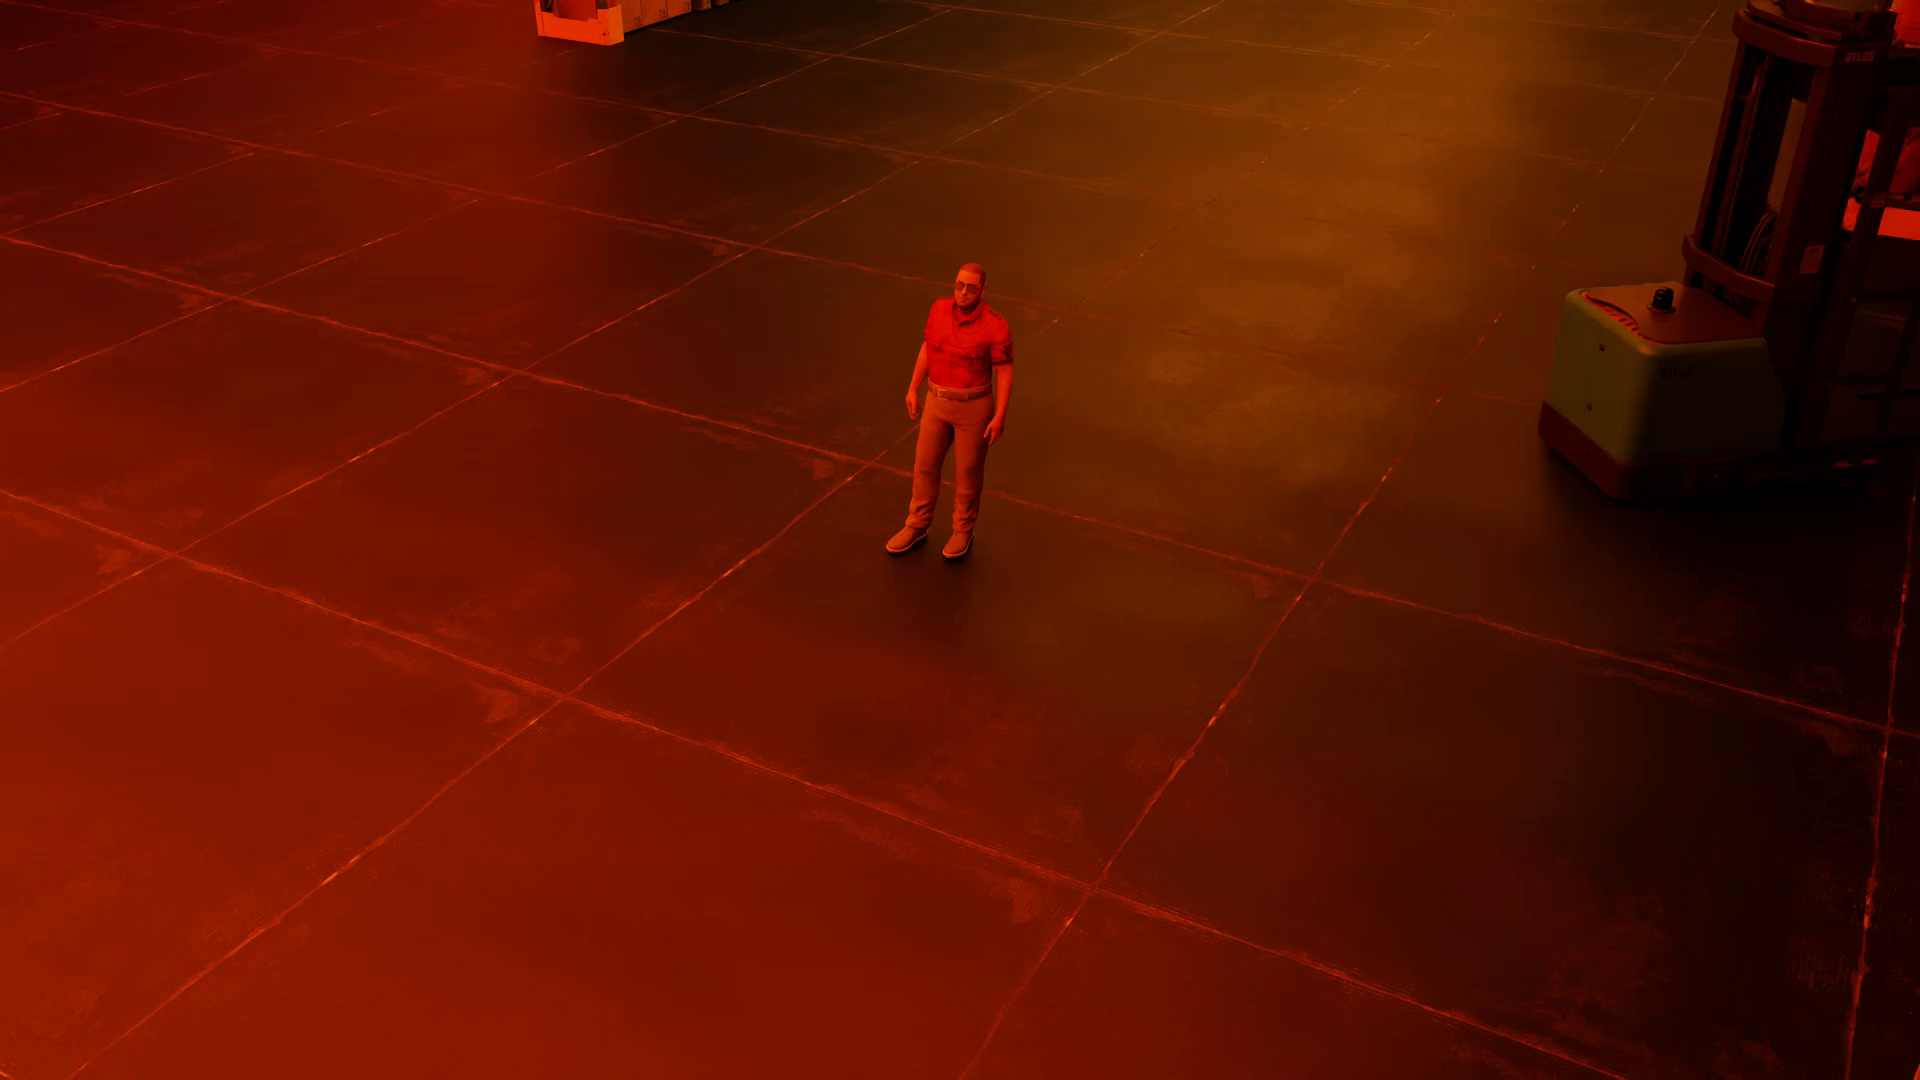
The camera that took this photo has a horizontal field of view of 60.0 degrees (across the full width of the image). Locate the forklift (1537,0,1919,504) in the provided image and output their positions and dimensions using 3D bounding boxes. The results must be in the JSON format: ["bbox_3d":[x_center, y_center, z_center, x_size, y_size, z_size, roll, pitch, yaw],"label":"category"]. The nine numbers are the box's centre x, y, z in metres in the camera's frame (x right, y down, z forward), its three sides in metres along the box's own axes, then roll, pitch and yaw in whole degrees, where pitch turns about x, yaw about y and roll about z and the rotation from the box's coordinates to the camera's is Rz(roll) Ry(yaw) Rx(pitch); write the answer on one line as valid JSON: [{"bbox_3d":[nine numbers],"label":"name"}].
[{"bbox_3d":[5.421,-1.853,10.282,3.031,2.935,1.130,-6,31,-10],"label":"forklift"}]

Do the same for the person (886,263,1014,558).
[{"bbox_3d":[-0.054,-0.719,9.503,0.641,1.727,0.550,15,33,25],"label":"person"}]
